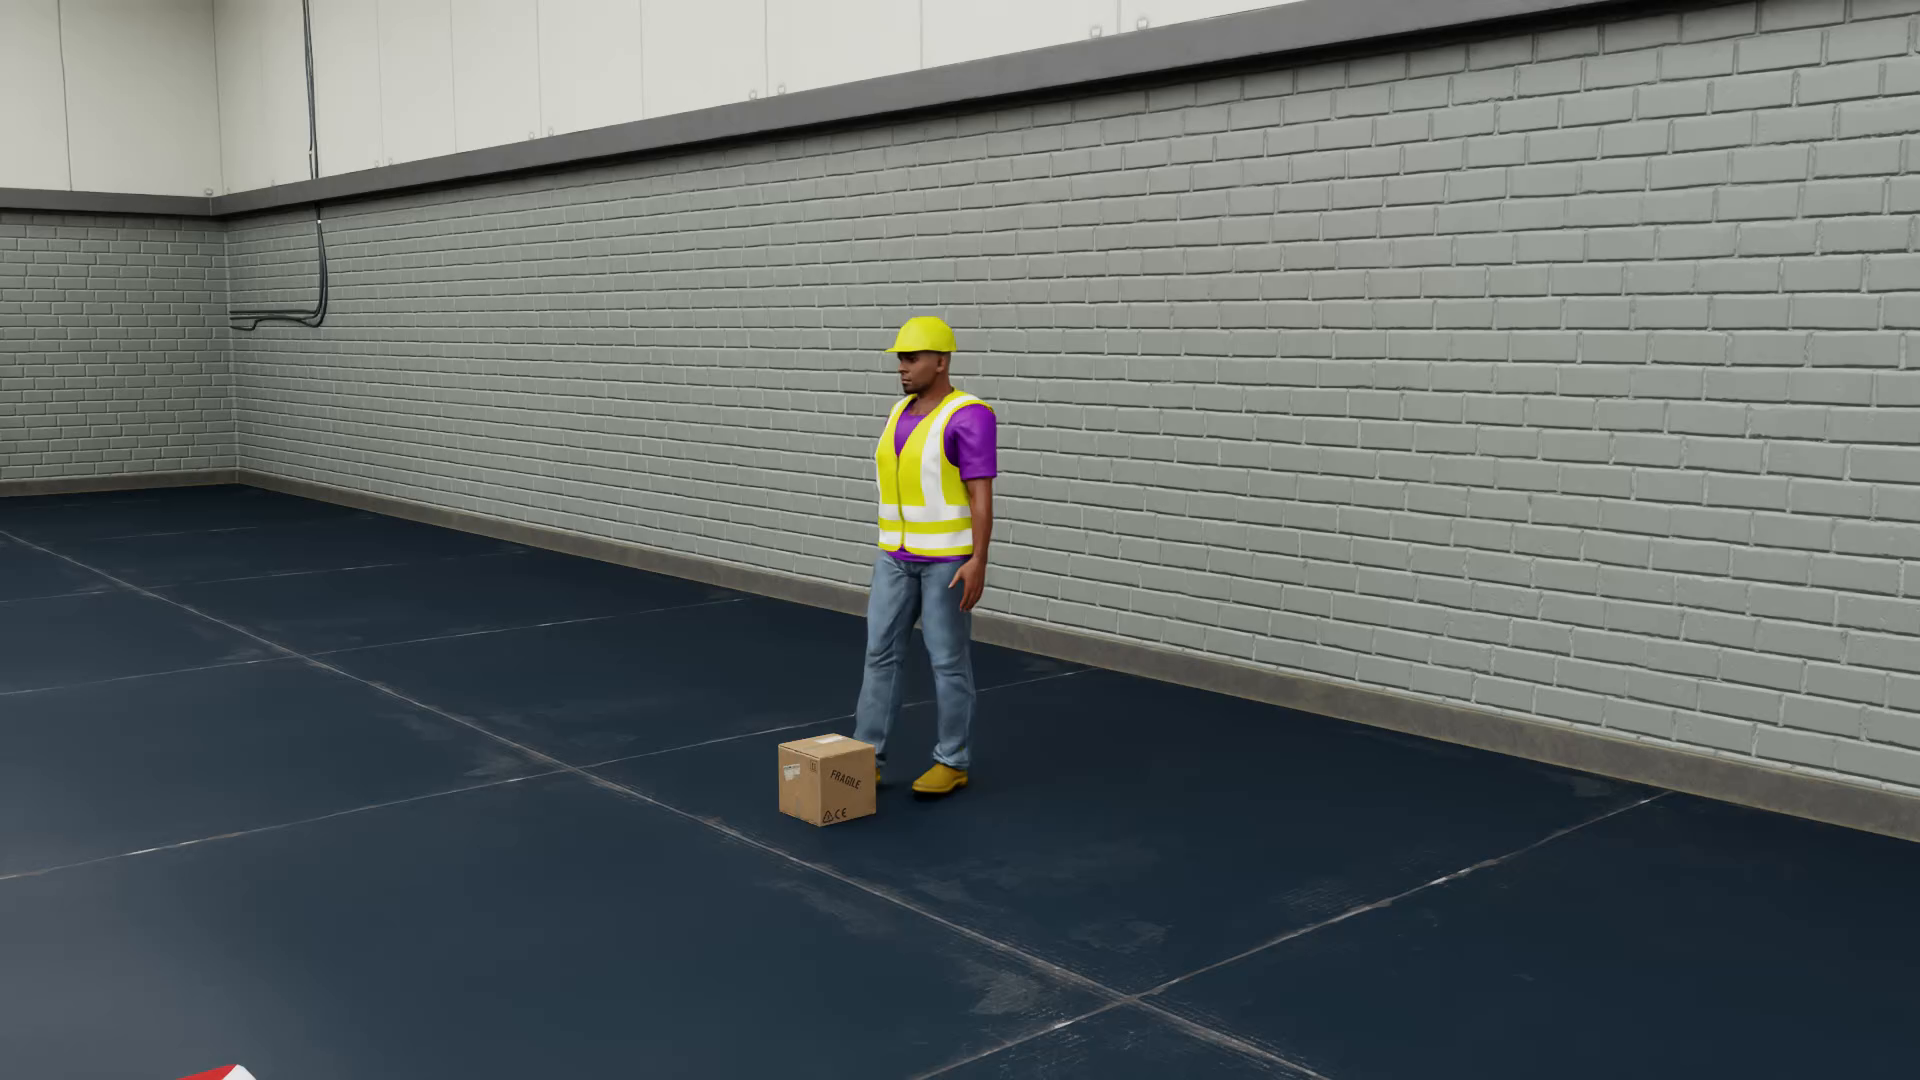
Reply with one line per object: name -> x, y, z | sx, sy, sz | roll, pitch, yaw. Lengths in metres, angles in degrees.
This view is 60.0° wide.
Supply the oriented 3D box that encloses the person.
person -> -0.181, 0.072, 6.082 | 0.591, 1.764, 0.594 | 7, 10, 42
